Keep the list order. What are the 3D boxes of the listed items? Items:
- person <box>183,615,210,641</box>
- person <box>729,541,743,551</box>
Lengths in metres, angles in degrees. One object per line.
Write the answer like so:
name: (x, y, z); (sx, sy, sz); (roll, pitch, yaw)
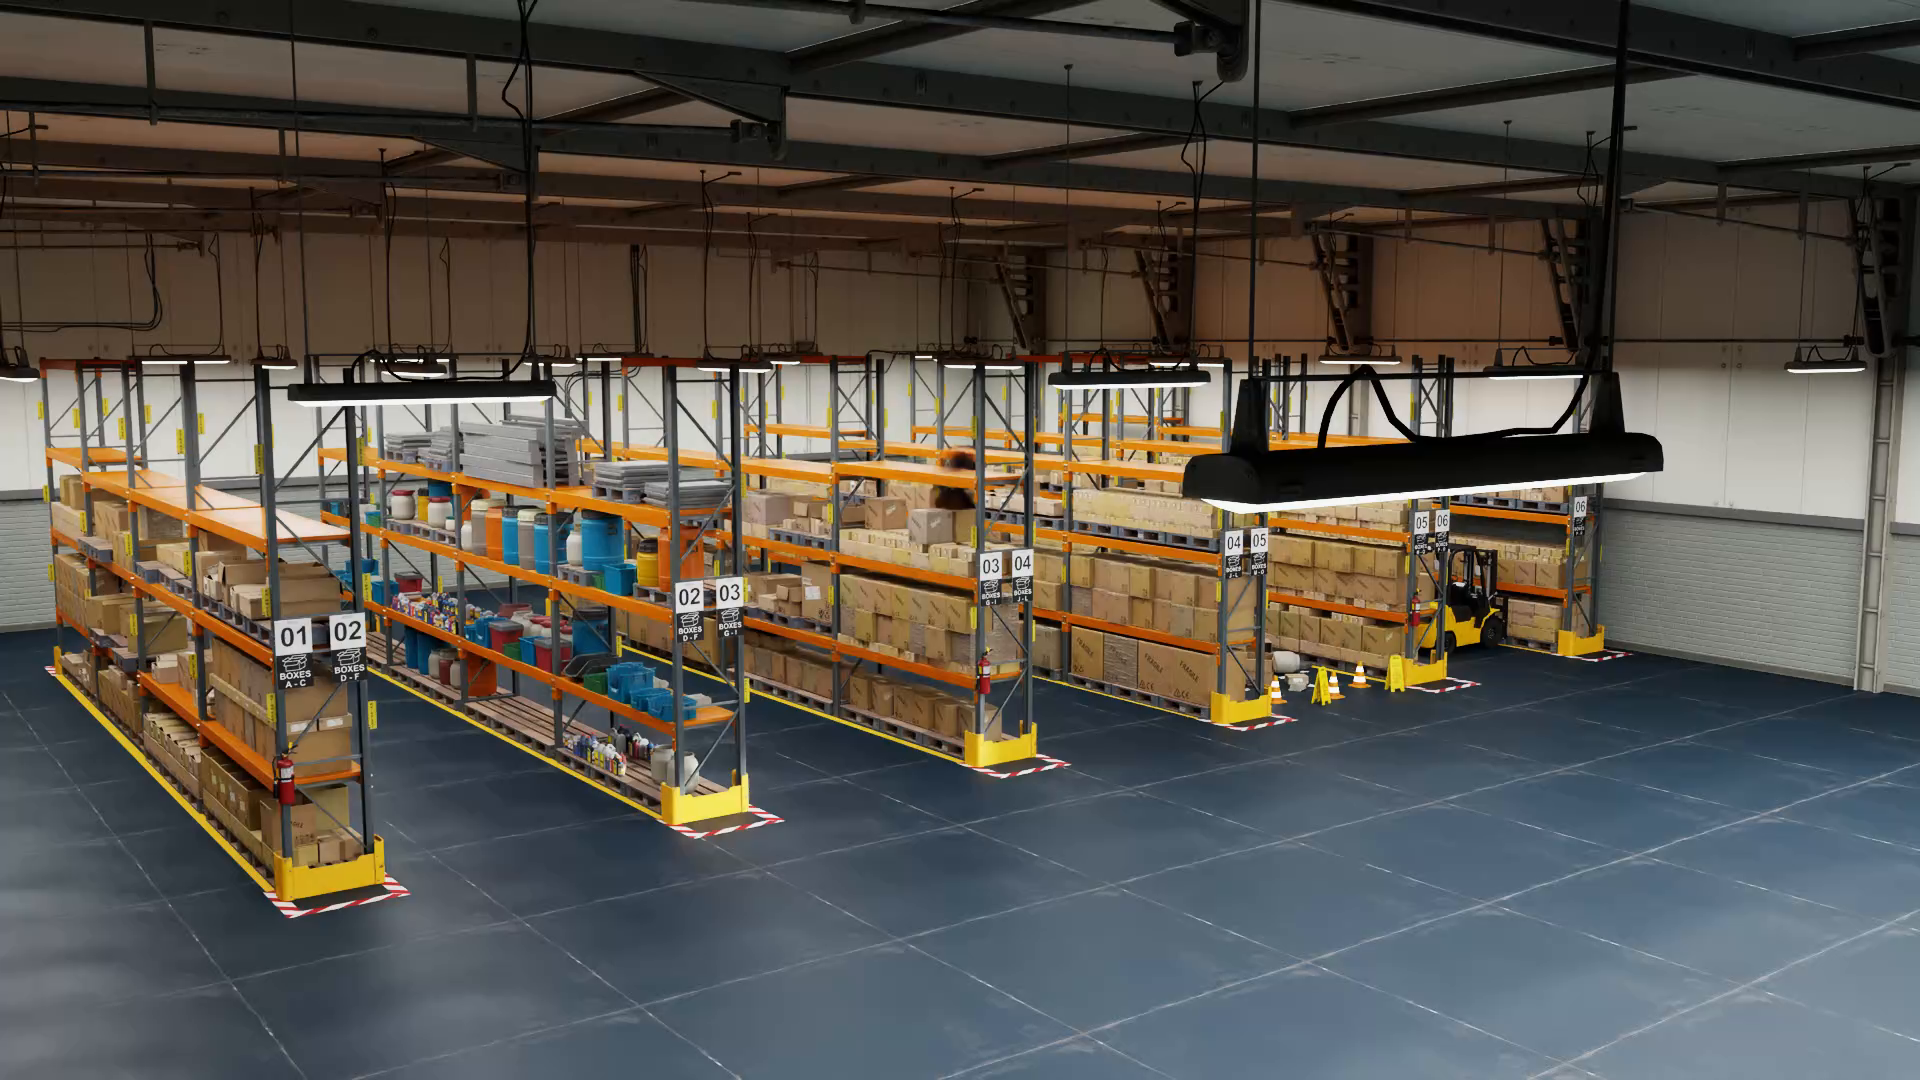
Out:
person: (-15.191, 1.547, 32.815); (0.832, 1.726, 0.752); (3, 7, 20)
person: (-5.248, 0.821, 38.465); (0.672, 1.806, 0.897); (-5, 8, -34)
